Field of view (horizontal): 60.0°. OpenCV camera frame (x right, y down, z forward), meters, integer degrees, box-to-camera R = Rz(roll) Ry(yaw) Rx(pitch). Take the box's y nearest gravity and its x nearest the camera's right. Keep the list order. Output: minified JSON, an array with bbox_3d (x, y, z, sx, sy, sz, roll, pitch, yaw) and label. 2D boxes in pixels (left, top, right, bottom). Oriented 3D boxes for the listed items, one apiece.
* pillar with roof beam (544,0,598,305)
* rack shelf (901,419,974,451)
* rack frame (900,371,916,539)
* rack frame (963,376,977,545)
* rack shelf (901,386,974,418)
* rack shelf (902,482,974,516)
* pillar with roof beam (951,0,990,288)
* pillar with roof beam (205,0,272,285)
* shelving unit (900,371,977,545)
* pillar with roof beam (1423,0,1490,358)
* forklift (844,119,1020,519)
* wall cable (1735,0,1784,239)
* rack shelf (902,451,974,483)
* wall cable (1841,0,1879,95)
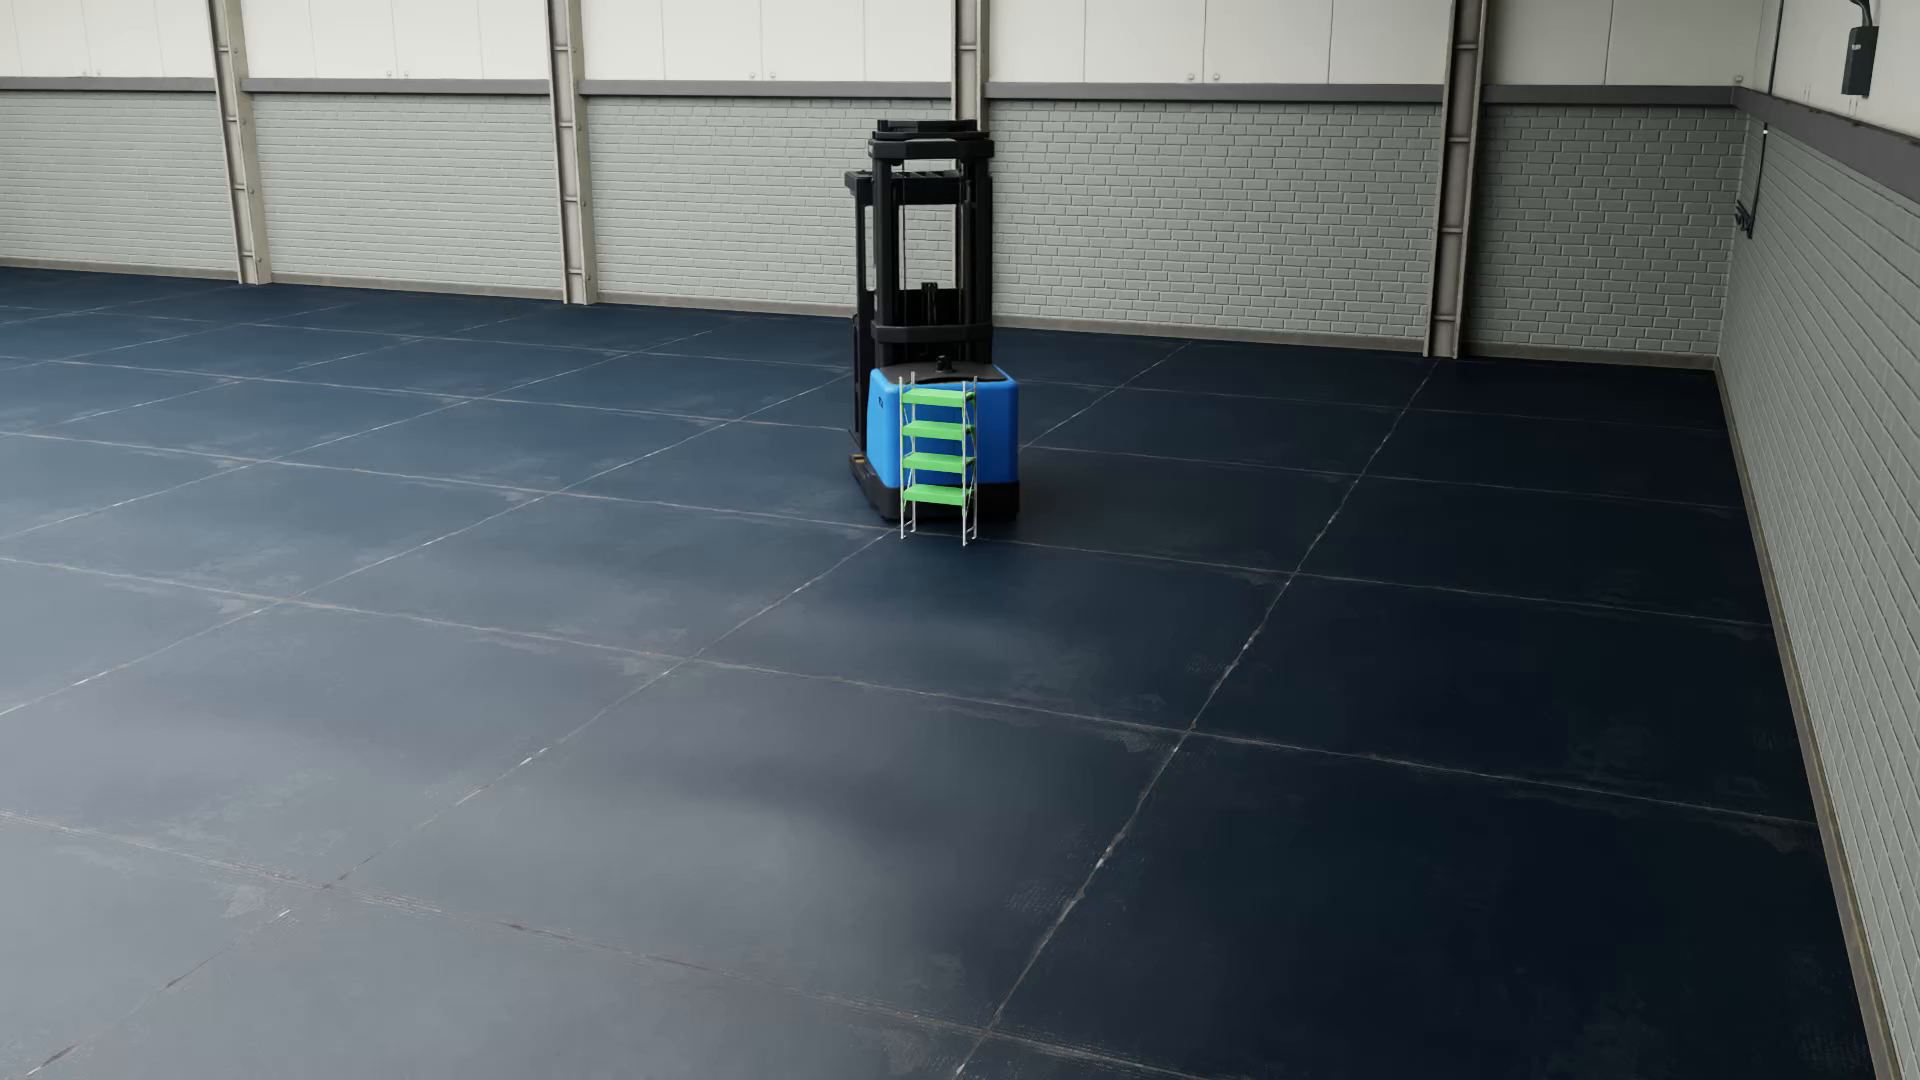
[{"bbox_3d":[-7.032,-6.622,18.843,0.400,9.000,9.100,6,17,21],"label":"pillar with roof beam"},{"bbox_3d":[-0.154,-0.762,12.016,0.480,0.148,0.258,6,17,21],"label":"rack shelf"},{"bbox_3d":[-0.381,-0.618,12.151,0.015,1.200,0.240,6,17,21],"label":"rack frame"},{"bbox_3d":[0.073,-0.568,11.979,0.015,1.200,0.240,6,17,21],"label":"rack frame"},{"bbox_3d":[-0.154,-0.993,11.949,0.480,0.148,0.258,6,17,21],"label":"rack shelf"},{"bbox_3d":[-0.154,-0.301,12.149,0.480,0.148,0.258,6,17,21],"label":"rack shelf"},{"bbox_3d":[-1.450,-6.008,16.729,0.400,9.000,9.100,6,17,21],"label":"pillar with roof beam"},{"bbox_3d":[-12.613,-7.236,20.957,0.400,9.000,9.100,6,17,21],"label":"pillar with roof beam"},{"bbox_3d":[-0.154,-0.593,12.065,0.503,1.200,0.258,6,17,21],"label":"shelving unit"},{"bbox_3d":[4.131,-5.394,14.615,0.400,9.000,9.100,6,17,21],"label":"pillar with roof beam"},{"bbox_3d":[-0.331,-1.931,13.567,1.130,2.935,3.031,-3,16,-11],"label":"forklift"},{"bbox_3d":[7.966,-4.375,16.674,0.112,2.526,3.097,6,17,21],"label":"wall cable"},{"bbox_3d":[-0.154,-0.532,12.083,0.480,0.148,0.258,6,17,21],"label":"rack shelf"},{"bbox_3d":[4.468,-5.039,7.292,0.169,6.003,2.305,6,17,21],"label":"wall cable"}]
